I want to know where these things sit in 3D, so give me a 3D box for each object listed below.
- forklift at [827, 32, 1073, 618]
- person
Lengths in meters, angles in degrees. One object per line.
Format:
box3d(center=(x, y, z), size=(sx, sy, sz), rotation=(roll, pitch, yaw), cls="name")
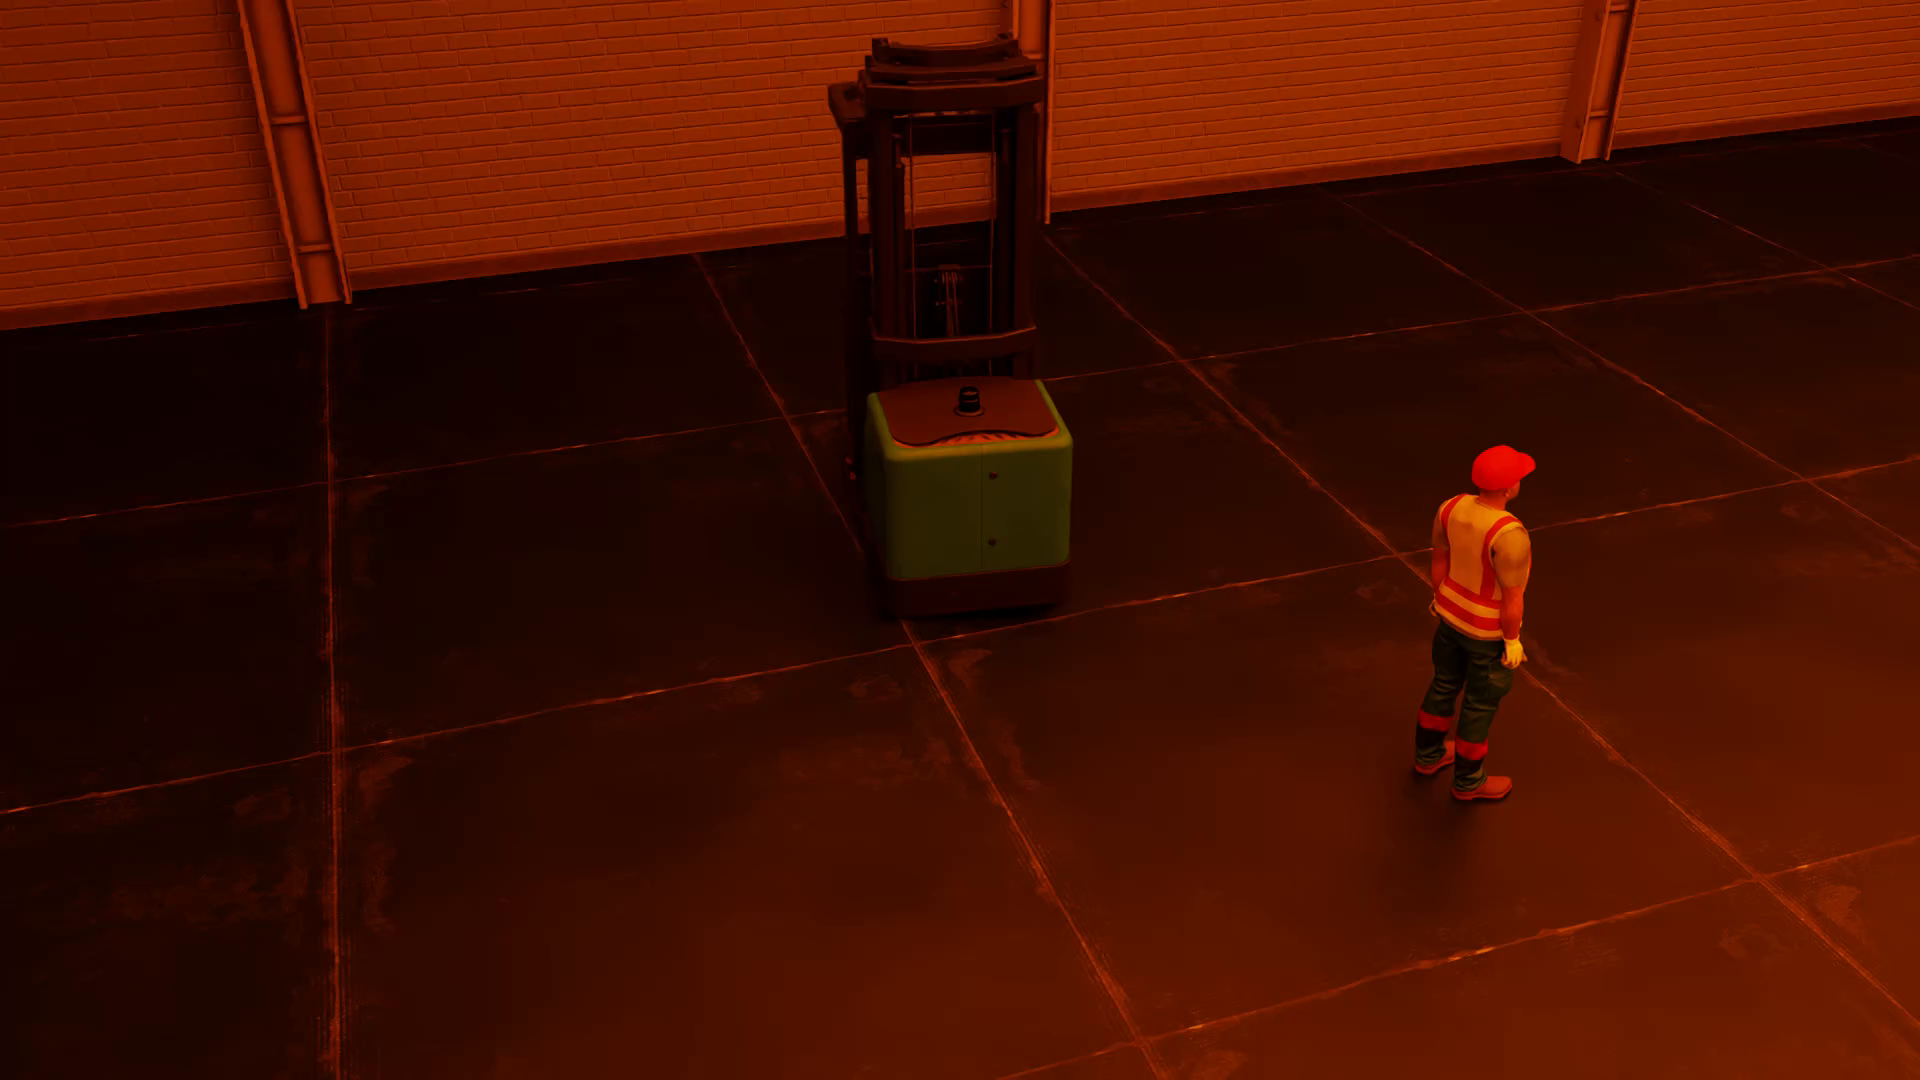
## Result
box3d(center=(-0.154, -1.562, 9.803), size=(1.130, 2.935, 3.031), rotation=(-5, 30, -9), cls="forklift")
box3d(center=(2.372, 0.368, 7.593), size=(0.372, 1.794, 0.543), rotation=(-16, 33, -25), cls="person")
